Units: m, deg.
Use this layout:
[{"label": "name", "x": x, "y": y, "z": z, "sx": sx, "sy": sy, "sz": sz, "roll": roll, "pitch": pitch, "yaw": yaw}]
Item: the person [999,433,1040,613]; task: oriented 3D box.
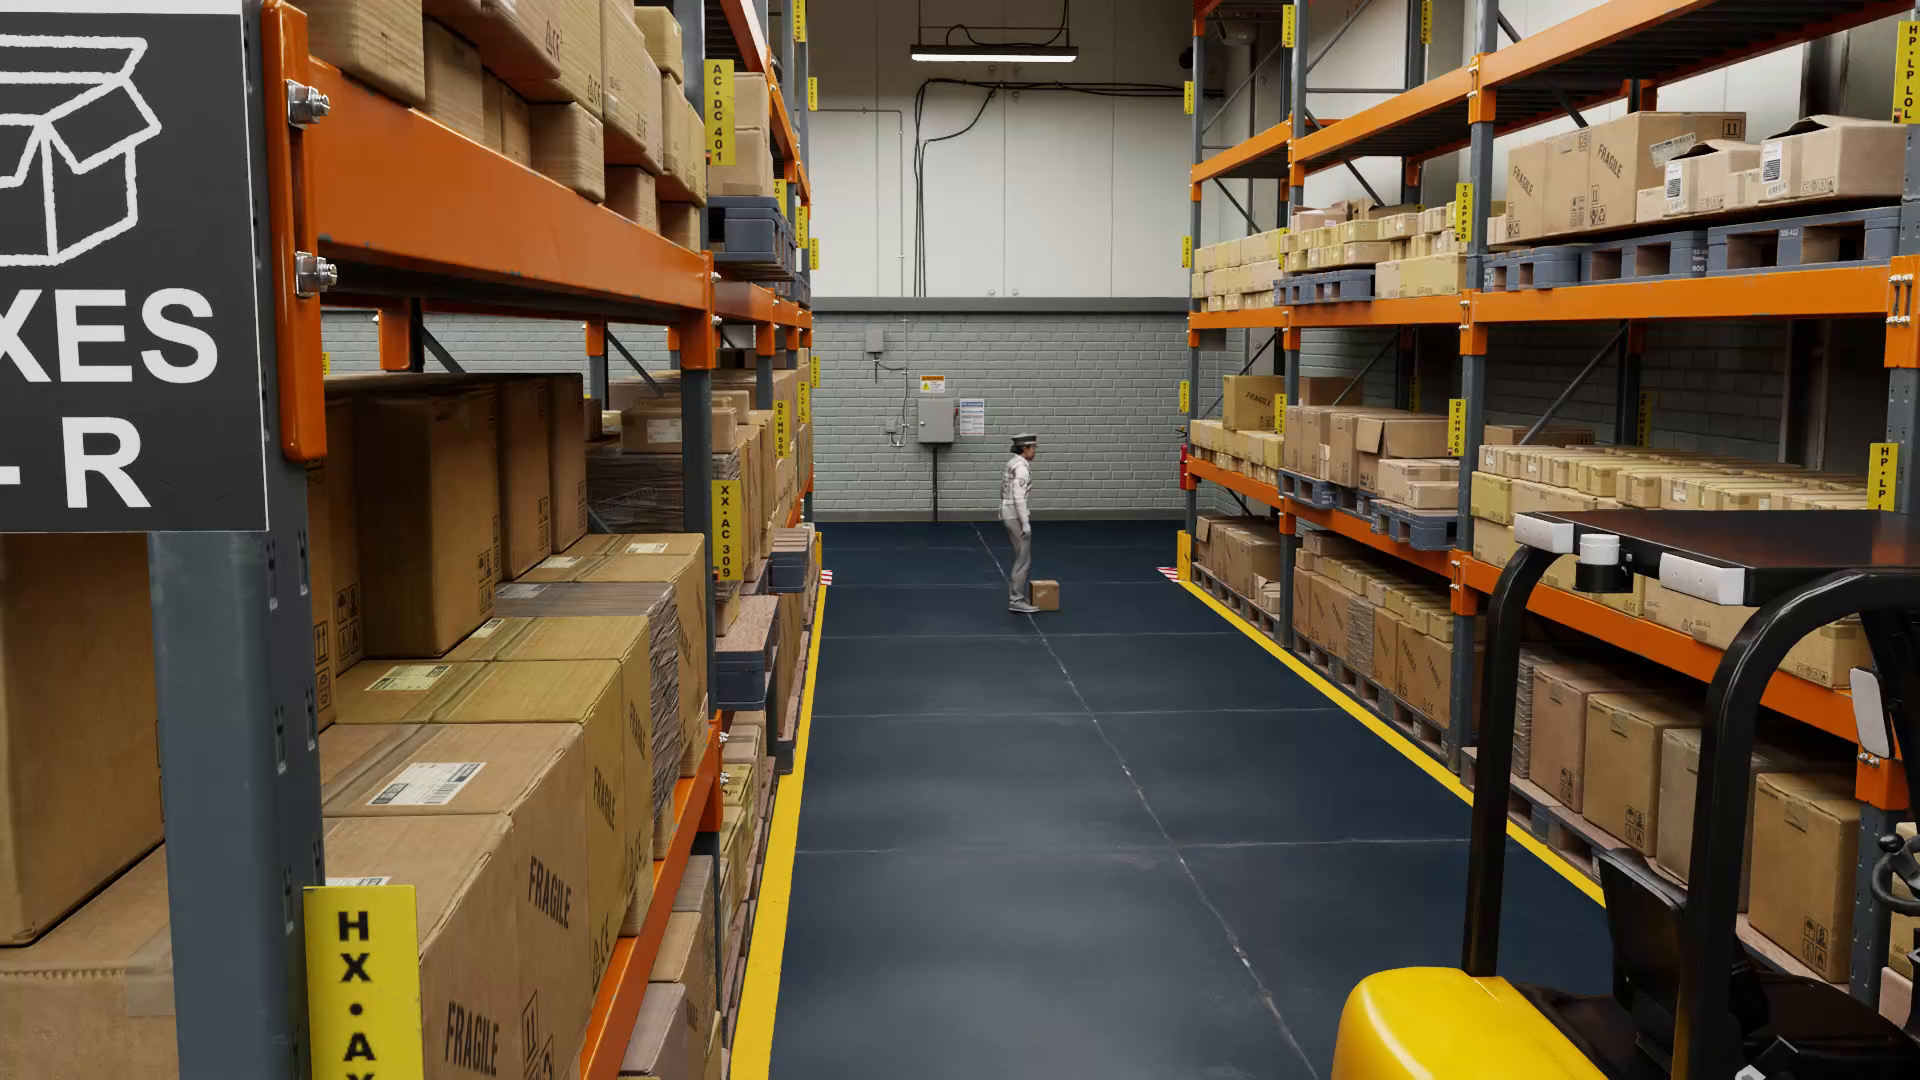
[{"label": "person", "x": 0.575, "y": -0.172, "z": 15.647, "sx": 0.415, "sy": 1.662, "sz": 0.538, "roll": -1, "pitch": 7, "yaw": -7}]
